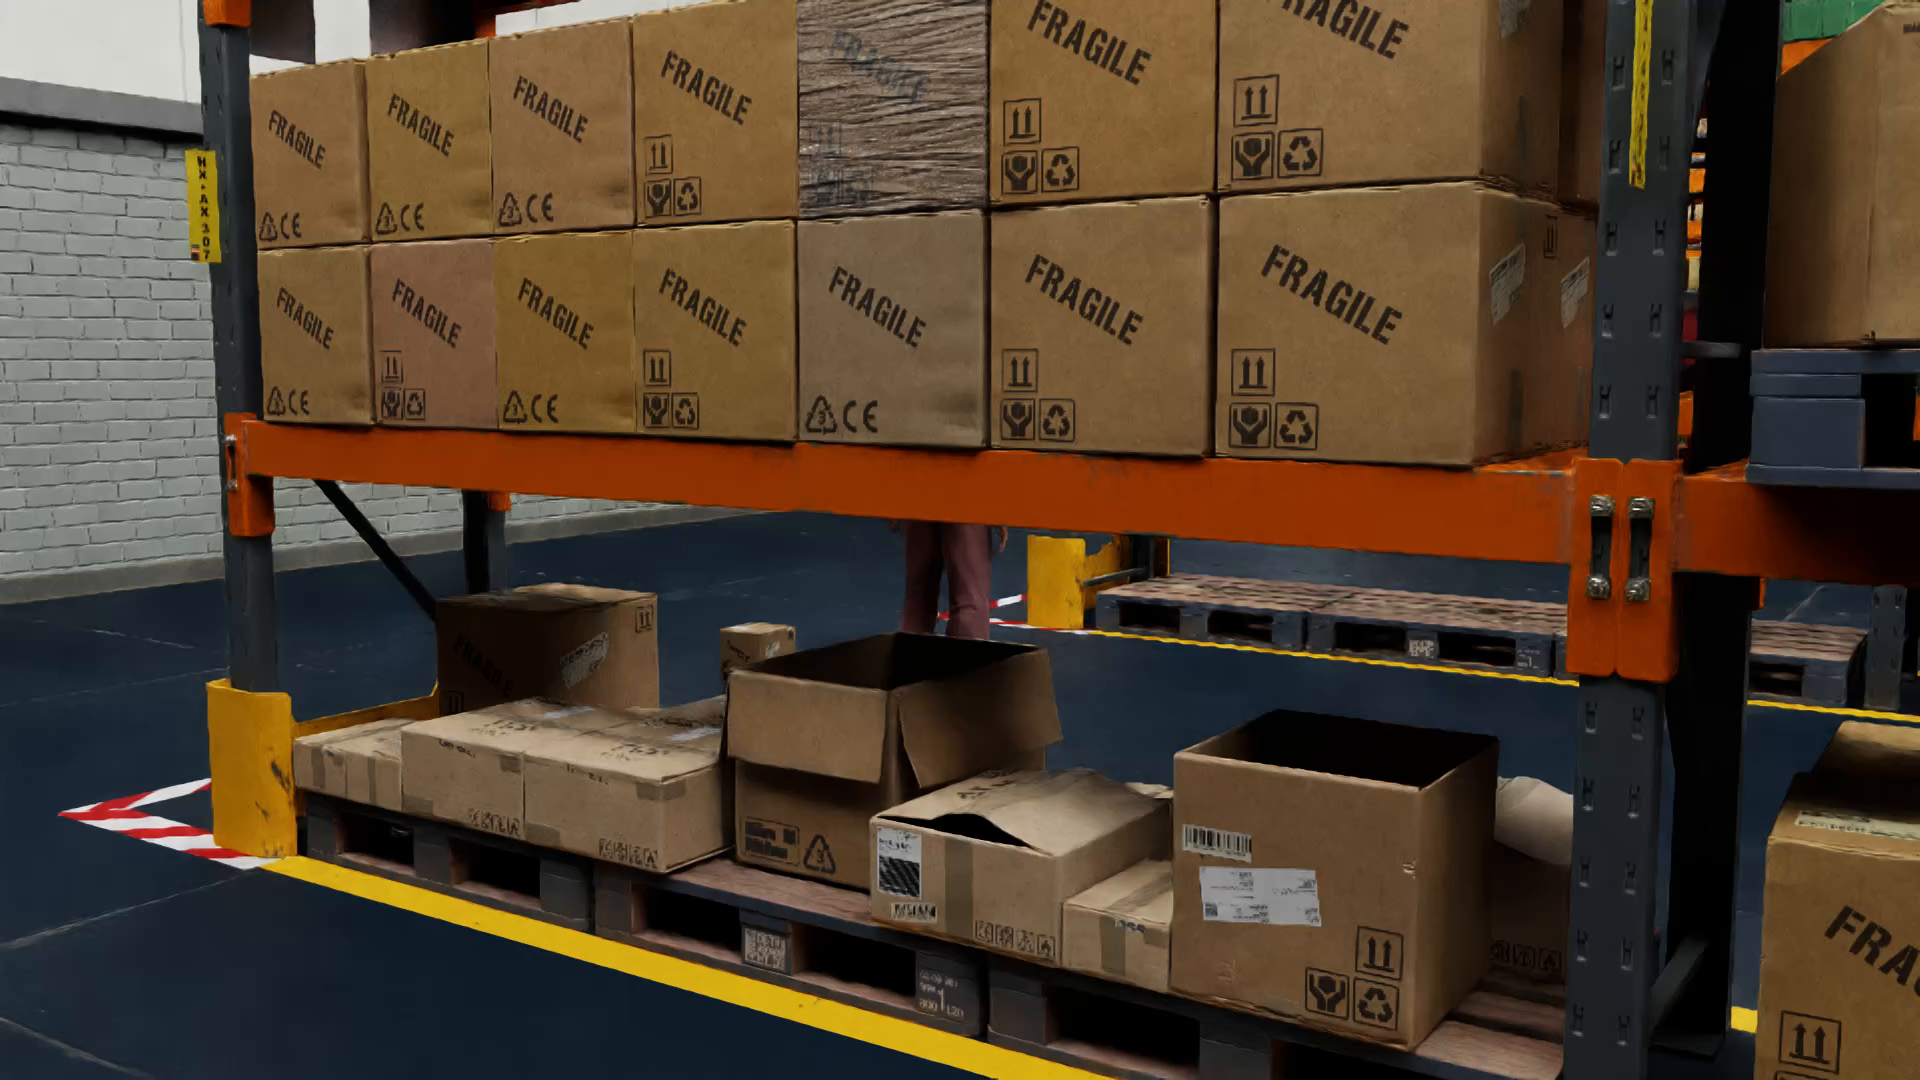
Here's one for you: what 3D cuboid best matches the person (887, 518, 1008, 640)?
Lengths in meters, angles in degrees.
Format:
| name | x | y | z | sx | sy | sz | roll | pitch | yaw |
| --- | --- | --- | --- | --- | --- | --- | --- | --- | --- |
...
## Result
| name | x | y | z | sx | sy | sz | roll | pitch | yaw |
| --- | --- | --- | --- | --- | --- | --- | --- | --- | --- |
| person | -0.038 | -0.095 | 6.580 | 0.572 | 1.680 | 0.388 | 3 | 7 | 24 |
